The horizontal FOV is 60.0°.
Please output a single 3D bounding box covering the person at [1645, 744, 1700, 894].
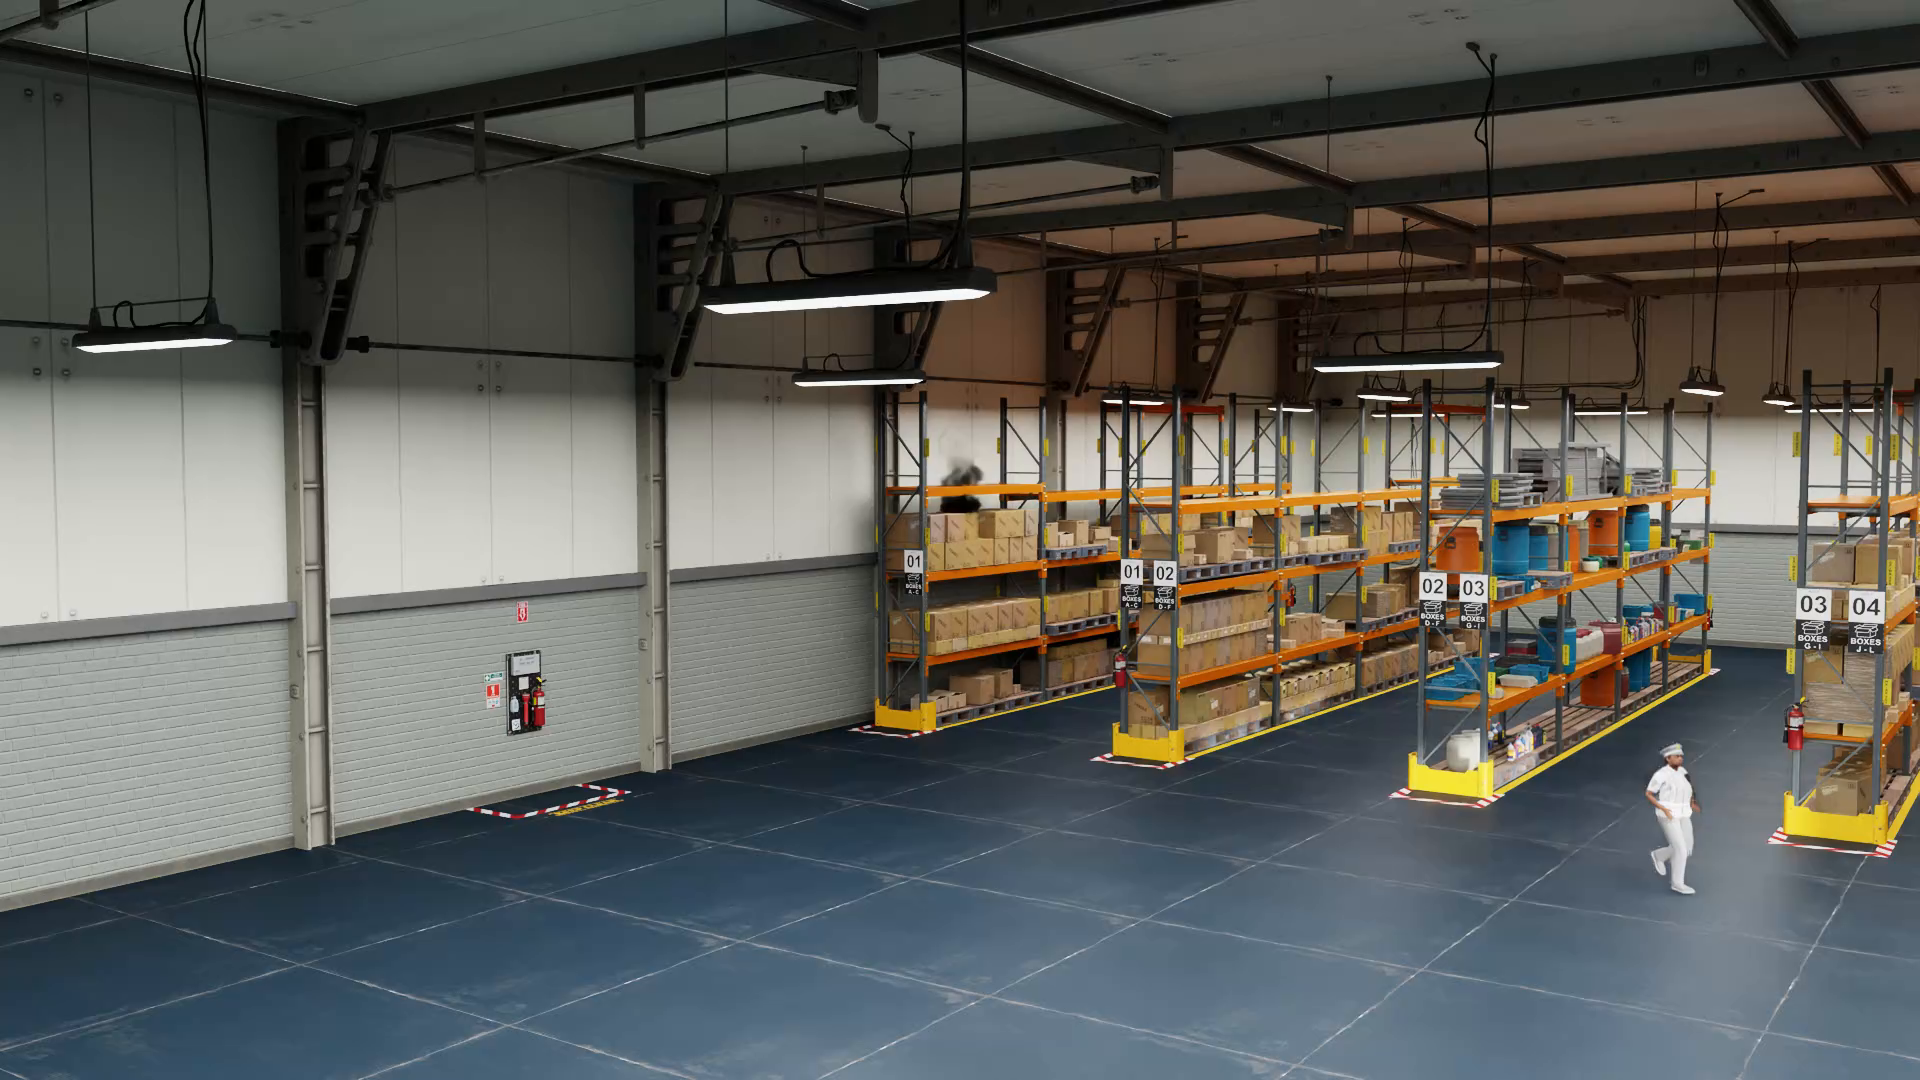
[{"bbox_3d":[8.067,3.124,18.862,0.581,1.655,0.681,-1,3,-22],"label":"person"}]
